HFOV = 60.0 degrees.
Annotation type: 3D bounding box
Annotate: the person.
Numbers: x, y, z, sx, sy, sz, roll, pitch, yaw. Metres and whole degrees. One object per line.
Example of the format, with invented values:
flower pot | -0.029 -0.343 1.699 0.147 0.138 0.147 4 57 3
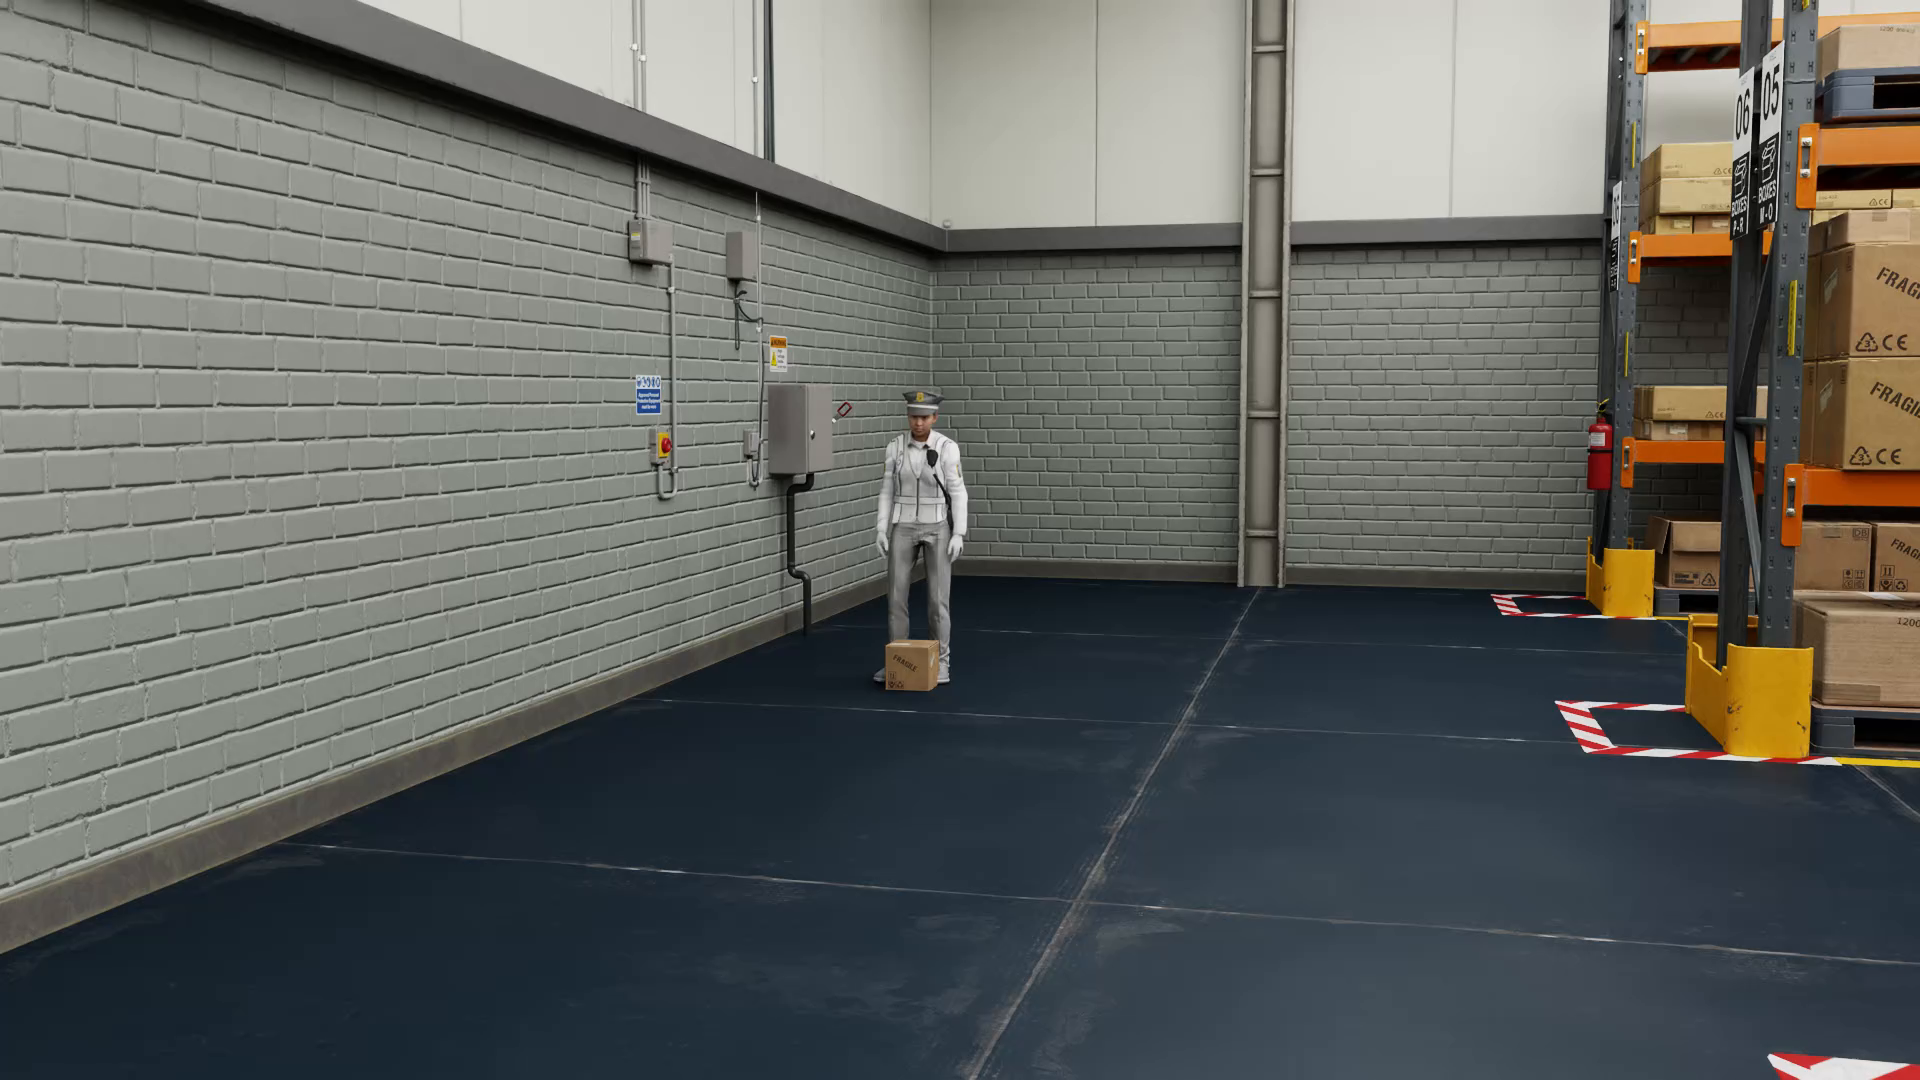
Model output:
person | -0.223 -0.022 9.511 0.531 1.663 0.371 1 5 11
